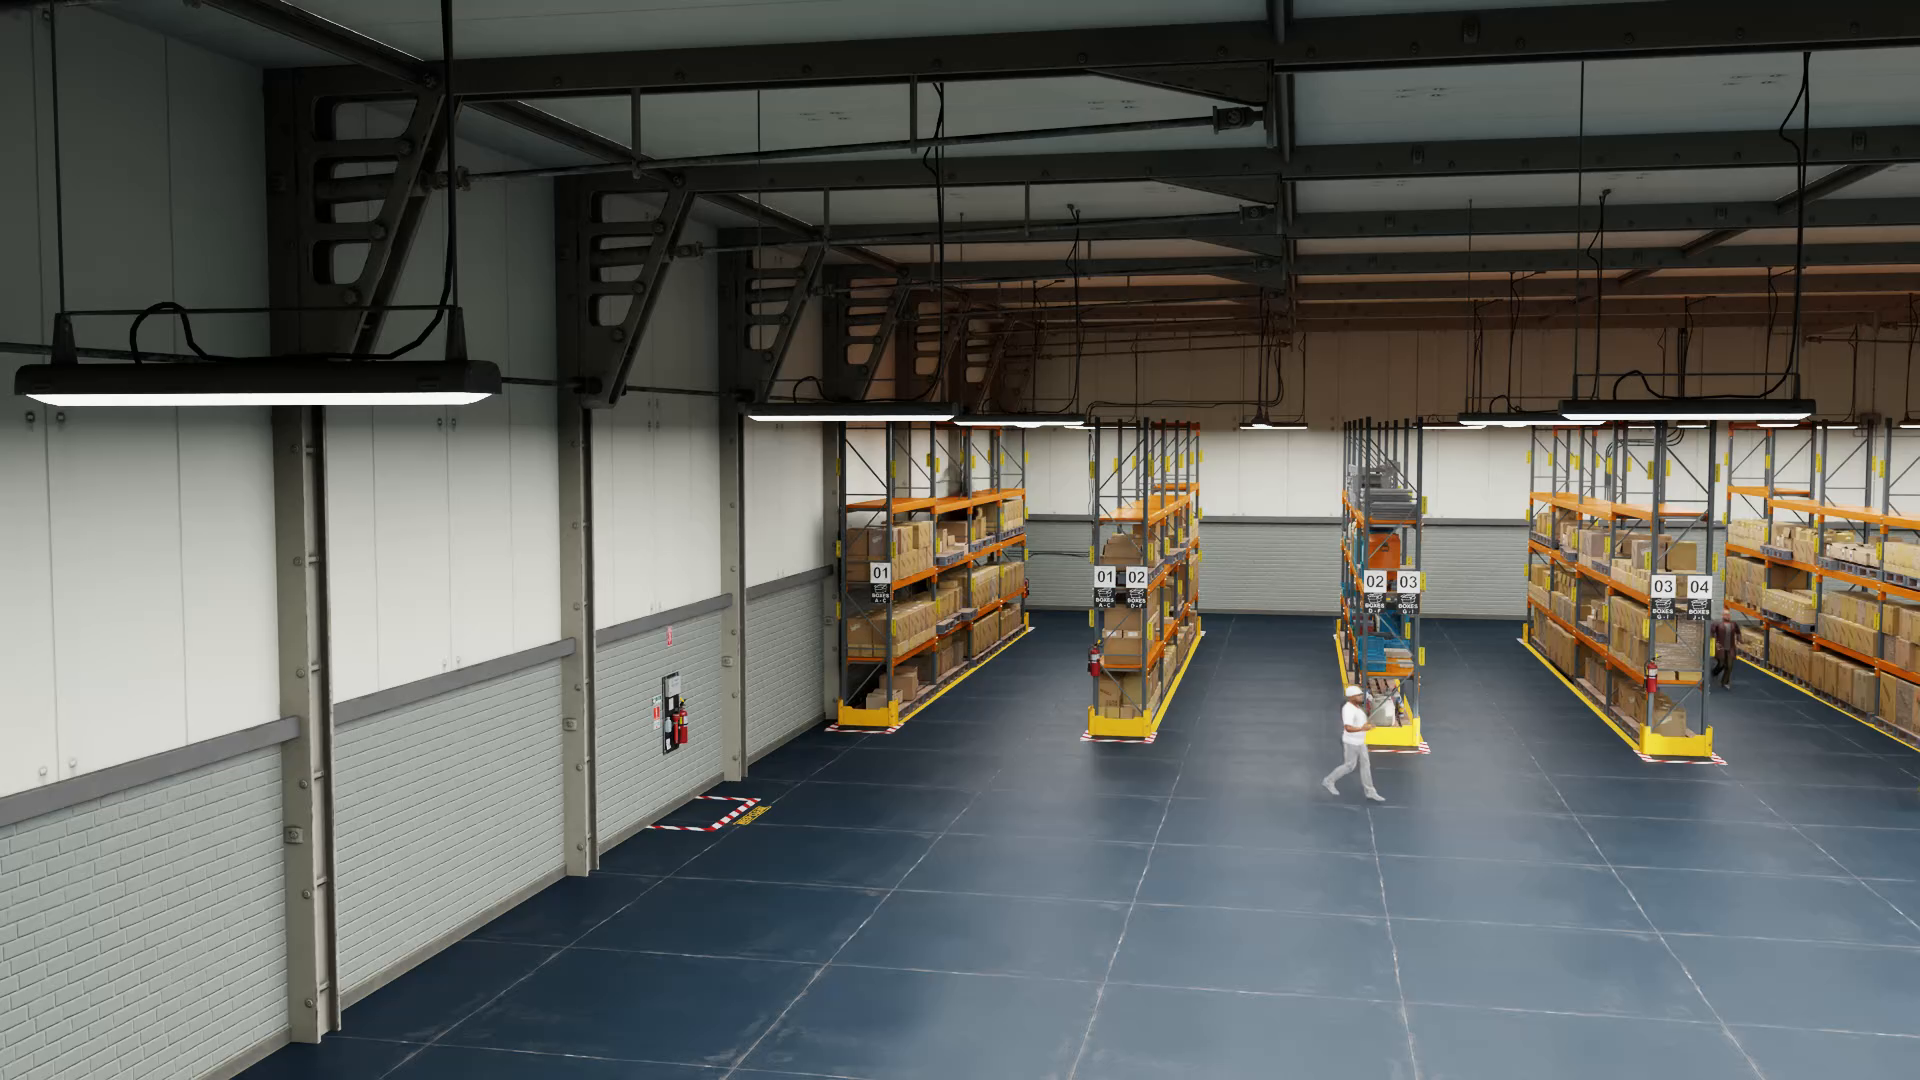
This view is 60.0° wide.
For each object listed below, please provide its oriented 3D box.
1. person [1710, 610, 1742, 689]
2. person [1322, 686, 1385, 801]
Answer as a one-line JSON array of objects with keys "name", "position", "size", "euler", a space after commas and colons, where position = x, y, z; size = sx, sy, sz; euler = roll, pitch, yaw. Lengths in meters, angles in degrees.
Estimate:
[{"name": "person", "position": [17.146, 2.436, 37.297], "size": [0.717, 1.755, 0.683], "euler": [0, 4, 6]}, {"name": "person", "position": [6.103, 3.140, 25.749], "size": [0.962, 1.771, 0.695], "euler": [2, 4, 29]}]
